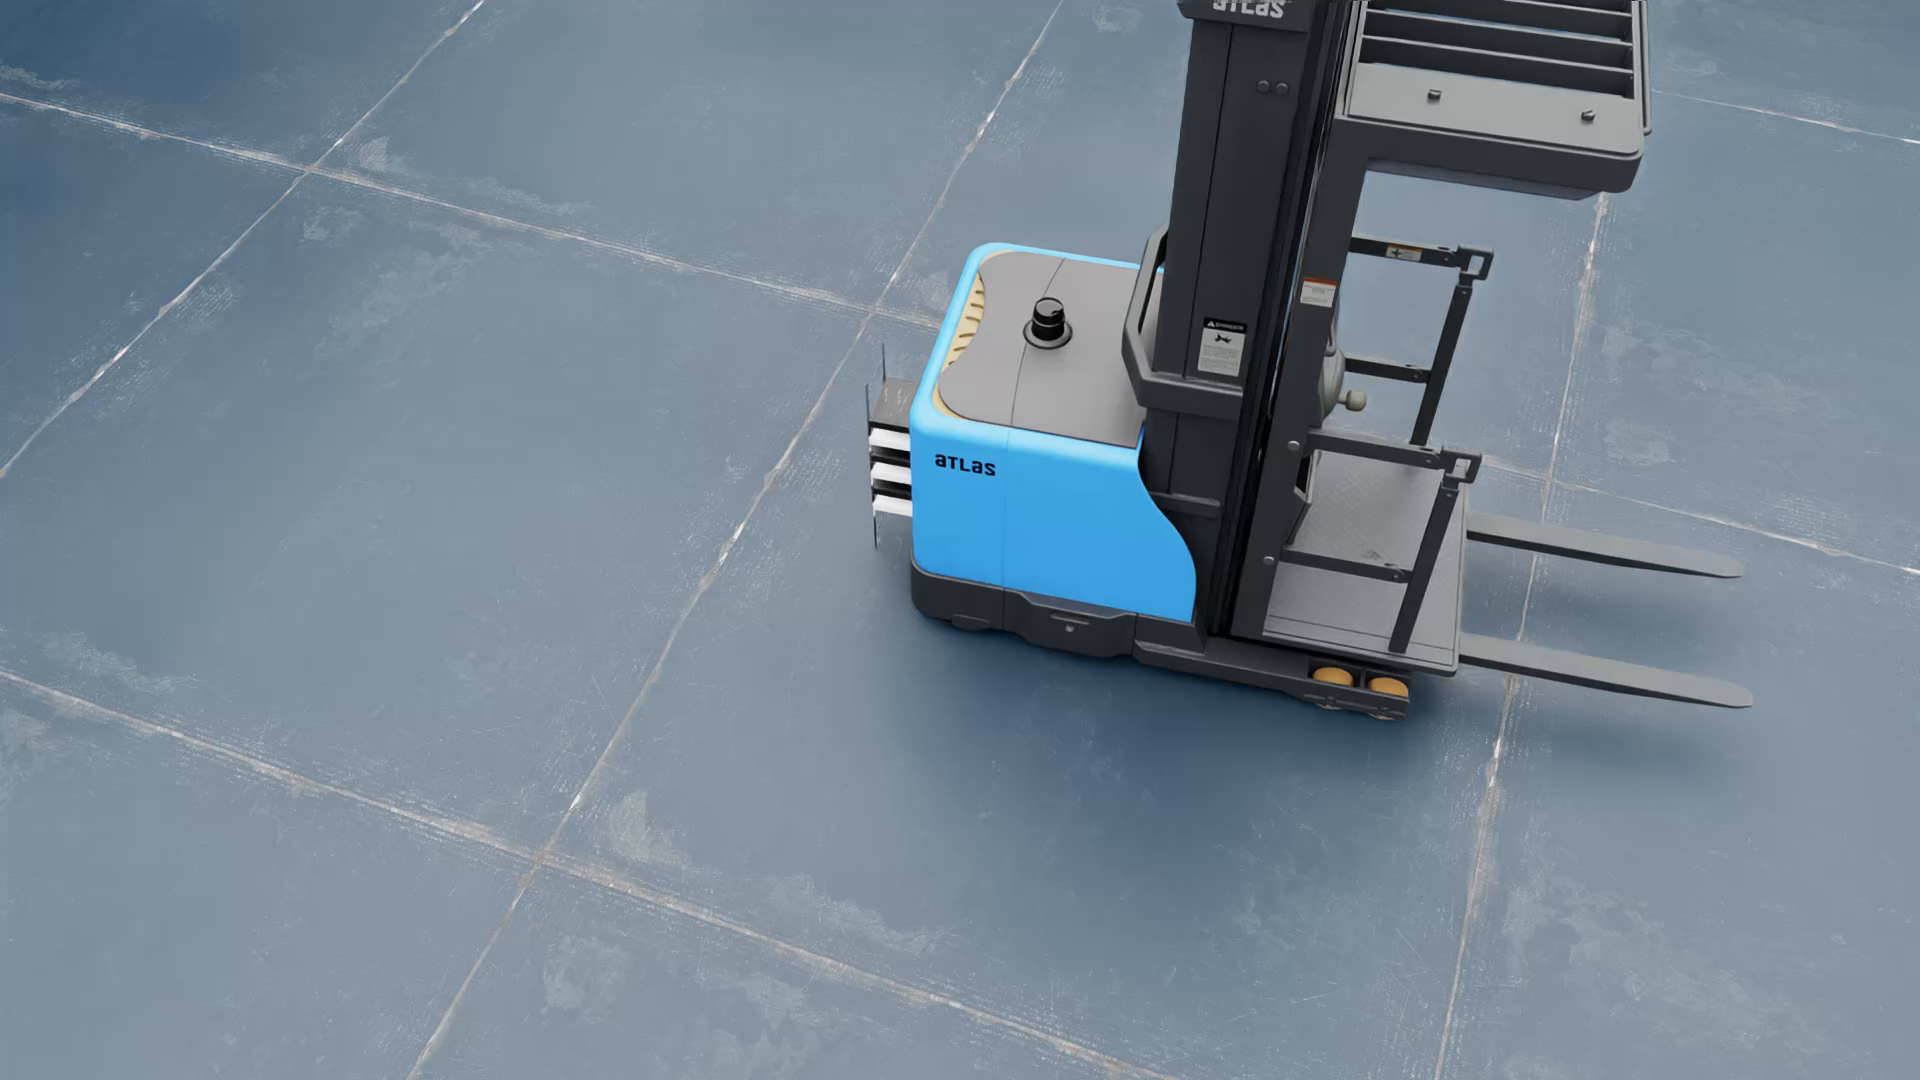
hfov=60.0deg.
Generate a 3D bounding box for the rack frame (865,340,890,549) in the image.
[{"bbox_3d":[-0.307,-0.346,6.321,0.006,0.900,0.240,11,50,9],"label":"rack frame"}]

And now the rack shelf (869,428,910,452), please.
[{"bbox_3d":[-0.208,-0.424,6.194,0.200,0.077,0.258,11,50,9],"label":"rack shelf"}]

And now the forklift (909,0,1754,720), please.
[{"bbox_3d":[1.388,-0.753,5.330,3.031,2.935,1.130,11,50,9],"label":"forklift"}]

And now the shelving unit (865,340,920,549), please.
[{"bbox_3d":[-0.208,-0.327,6.305,0.210,0.900,0.258,11,50,9],"label":"shelving unit"}]

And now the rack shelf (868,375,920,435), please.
[{"bbox_3d":[-0.208,-0.482,6.126,0.200,0.077,0.258,11,50,9],"label":"rack shelf"}]

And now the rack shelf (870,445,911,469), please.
[{"bbox_3d":[-0.208,-0.365,6.262,0.200,0.077,0.258,11,50,9],"label":"rack shelf"}]

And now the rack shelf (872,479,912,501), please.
[{"bbox_3d":[-0.208,-0.247,6.398,0.200,0.077,0.258,11,50,9],"label":"rack shelf"}]

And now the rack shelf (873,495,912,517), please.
[{"bbox_3d":[-0.208,-0.188,6.466,0.200,0.077,0.258,11,50,9],"label":"rack shelf"}]

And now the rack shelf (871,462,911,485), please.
[{"bbox_3d":[-0.208,-0.306,6.330,0.200,0.077,0.258,11,50,9],"label":"rack shelf"}]
